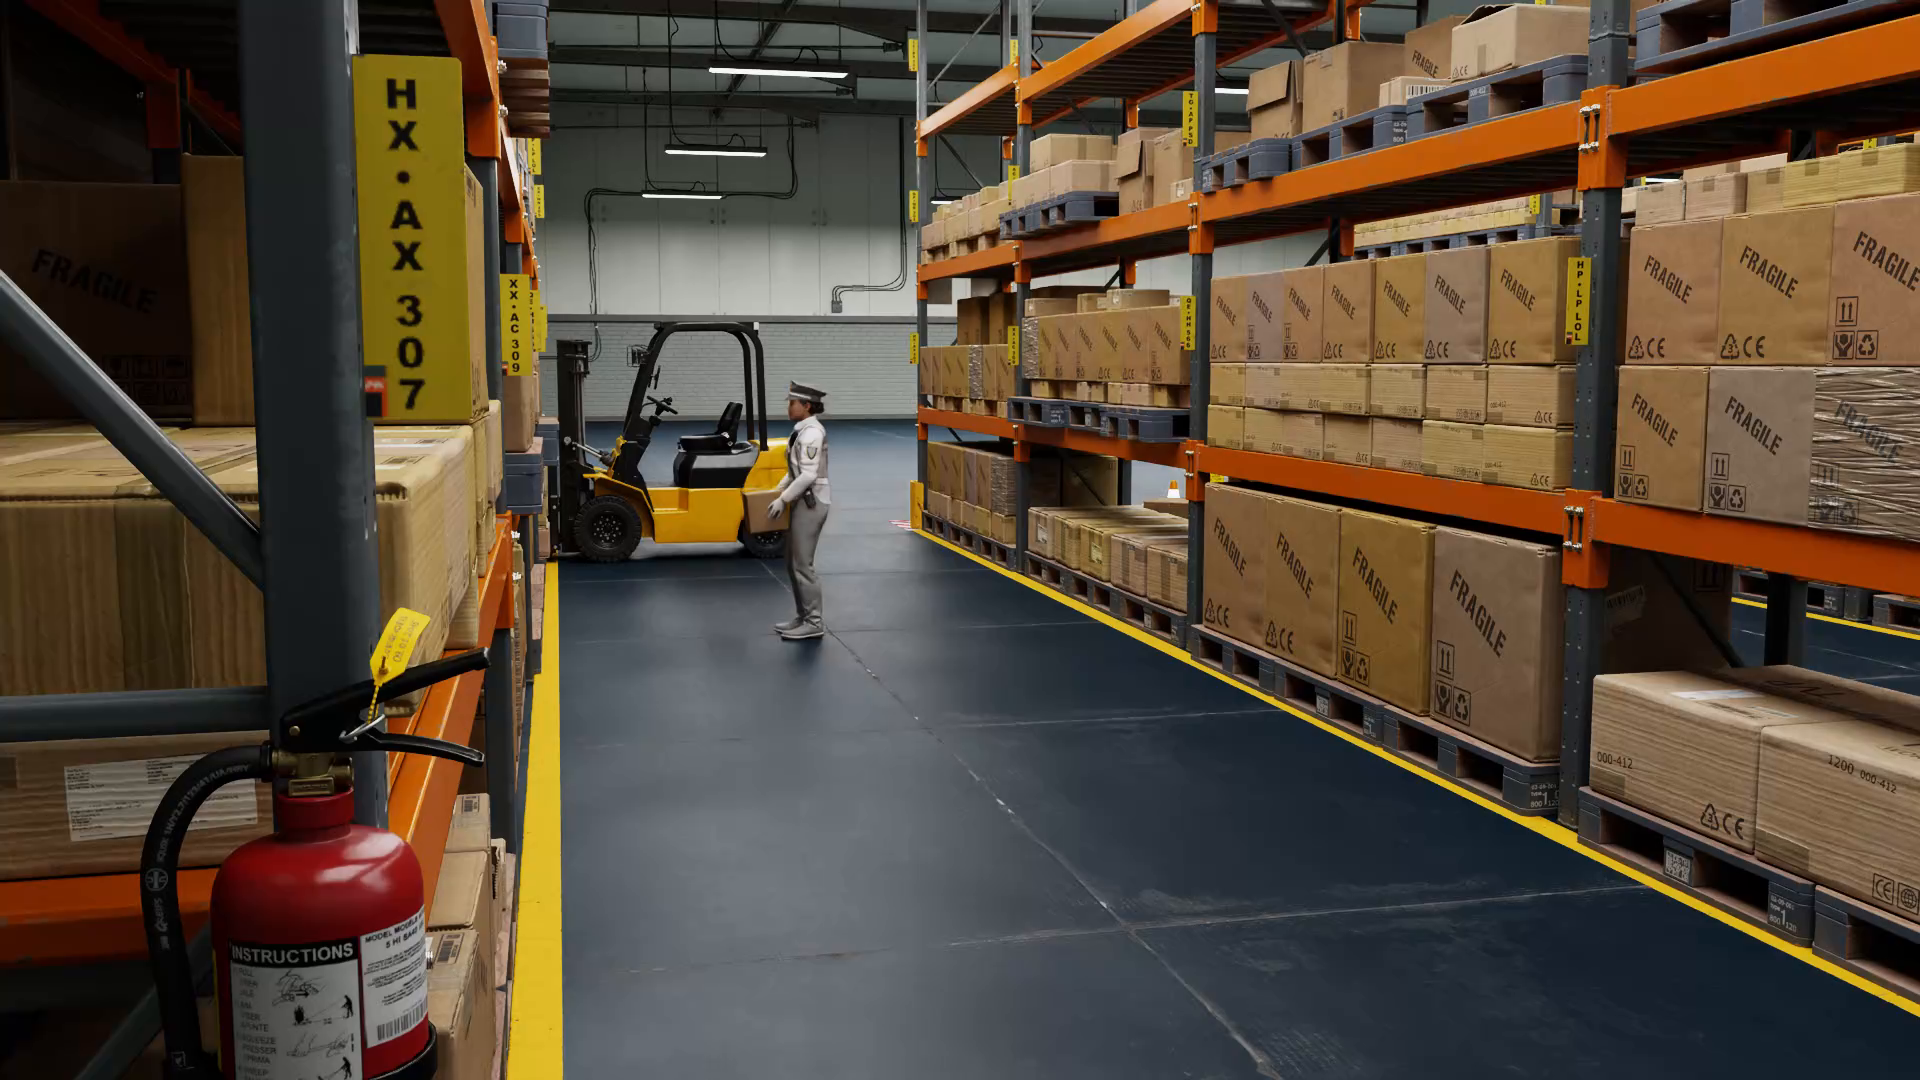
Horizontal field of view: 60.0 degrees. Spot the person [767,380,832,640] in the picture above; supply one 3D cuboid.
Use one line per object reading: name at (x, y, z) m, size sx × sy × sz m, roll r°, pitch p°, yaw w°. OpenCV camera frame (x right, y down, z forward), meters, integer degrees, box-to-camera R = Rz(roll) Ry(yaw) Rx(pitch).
person at (-1.069, -0.204, 10.928) m, size 0.439 × 1.687 × 0.497 m, roll -2°, pitch 6°, yaw -15°
